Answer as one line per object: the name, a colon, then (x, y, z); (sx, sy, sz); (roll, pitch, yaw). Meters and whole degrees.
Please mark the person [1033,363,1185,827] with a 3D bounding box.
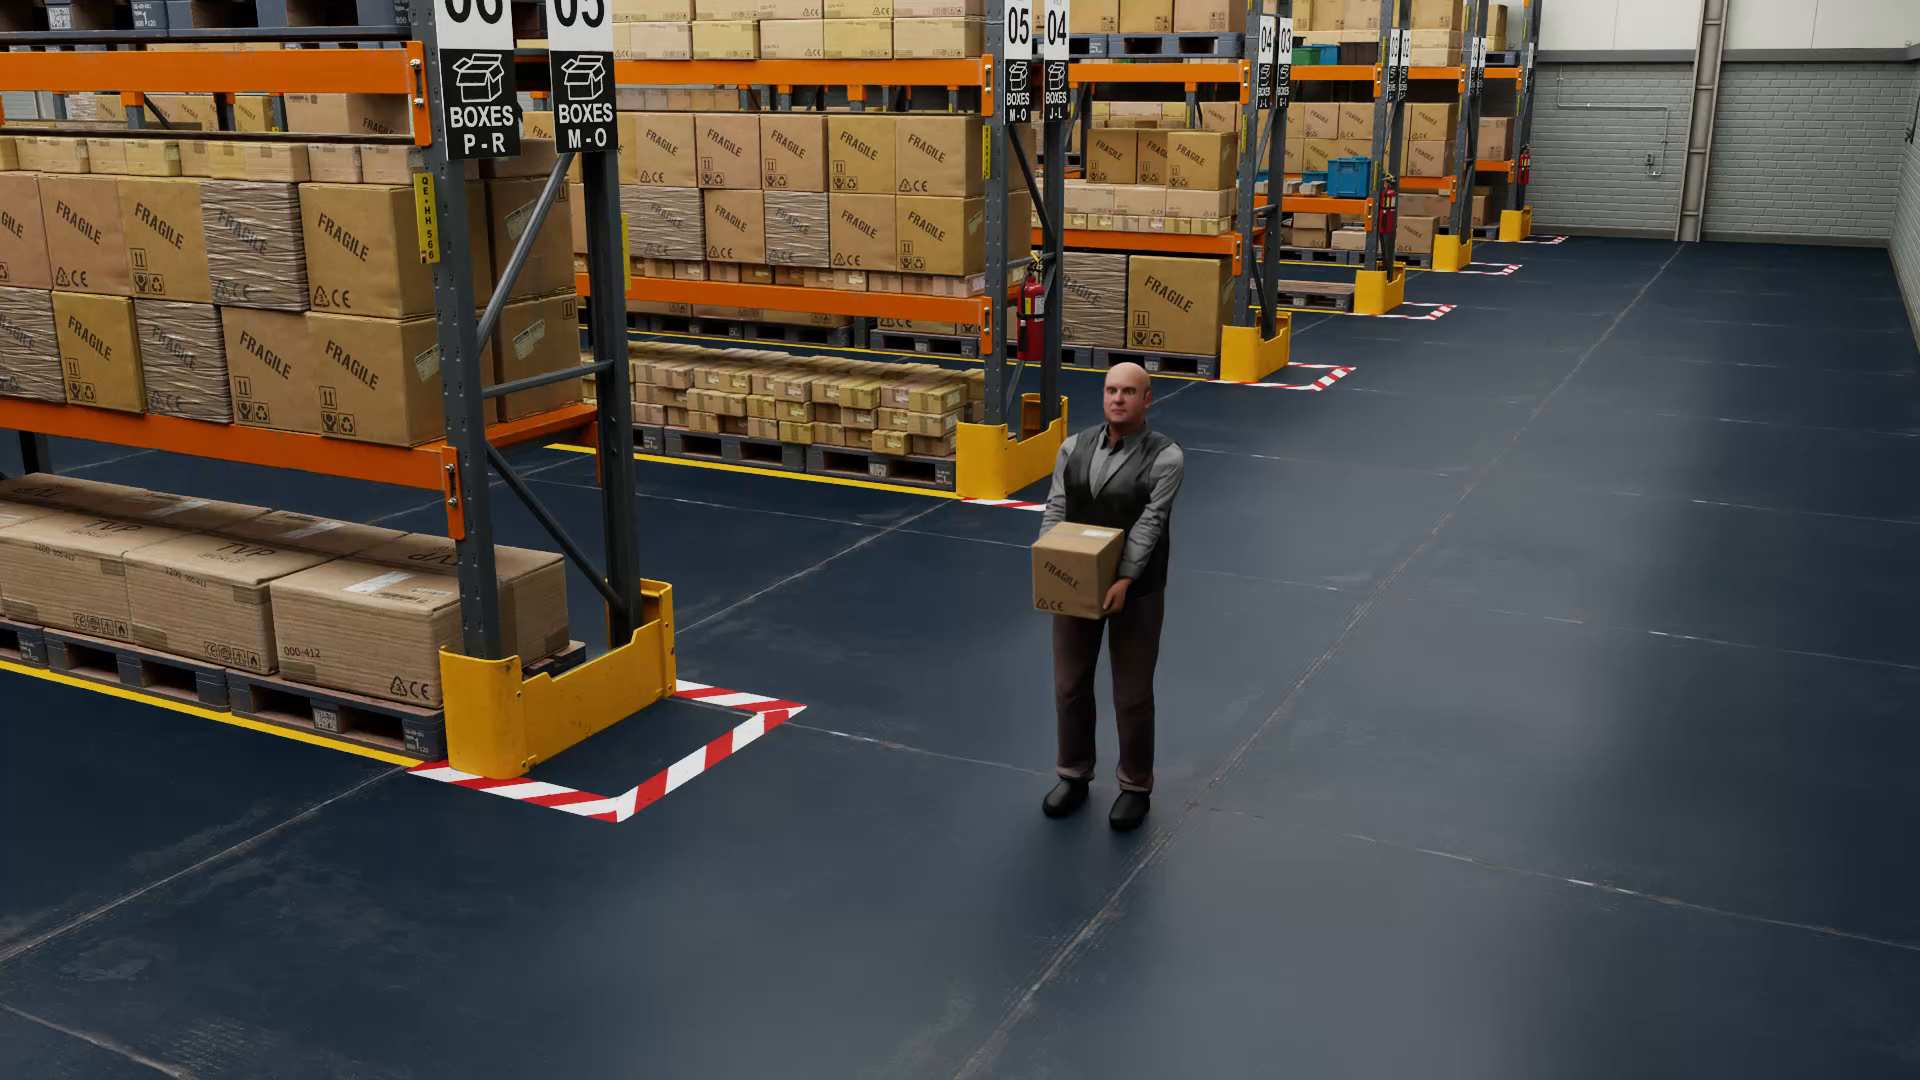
person: (0.526, 0.221, 6.087); (0.494, 1.711, 0.551); (8, 18, 26)
